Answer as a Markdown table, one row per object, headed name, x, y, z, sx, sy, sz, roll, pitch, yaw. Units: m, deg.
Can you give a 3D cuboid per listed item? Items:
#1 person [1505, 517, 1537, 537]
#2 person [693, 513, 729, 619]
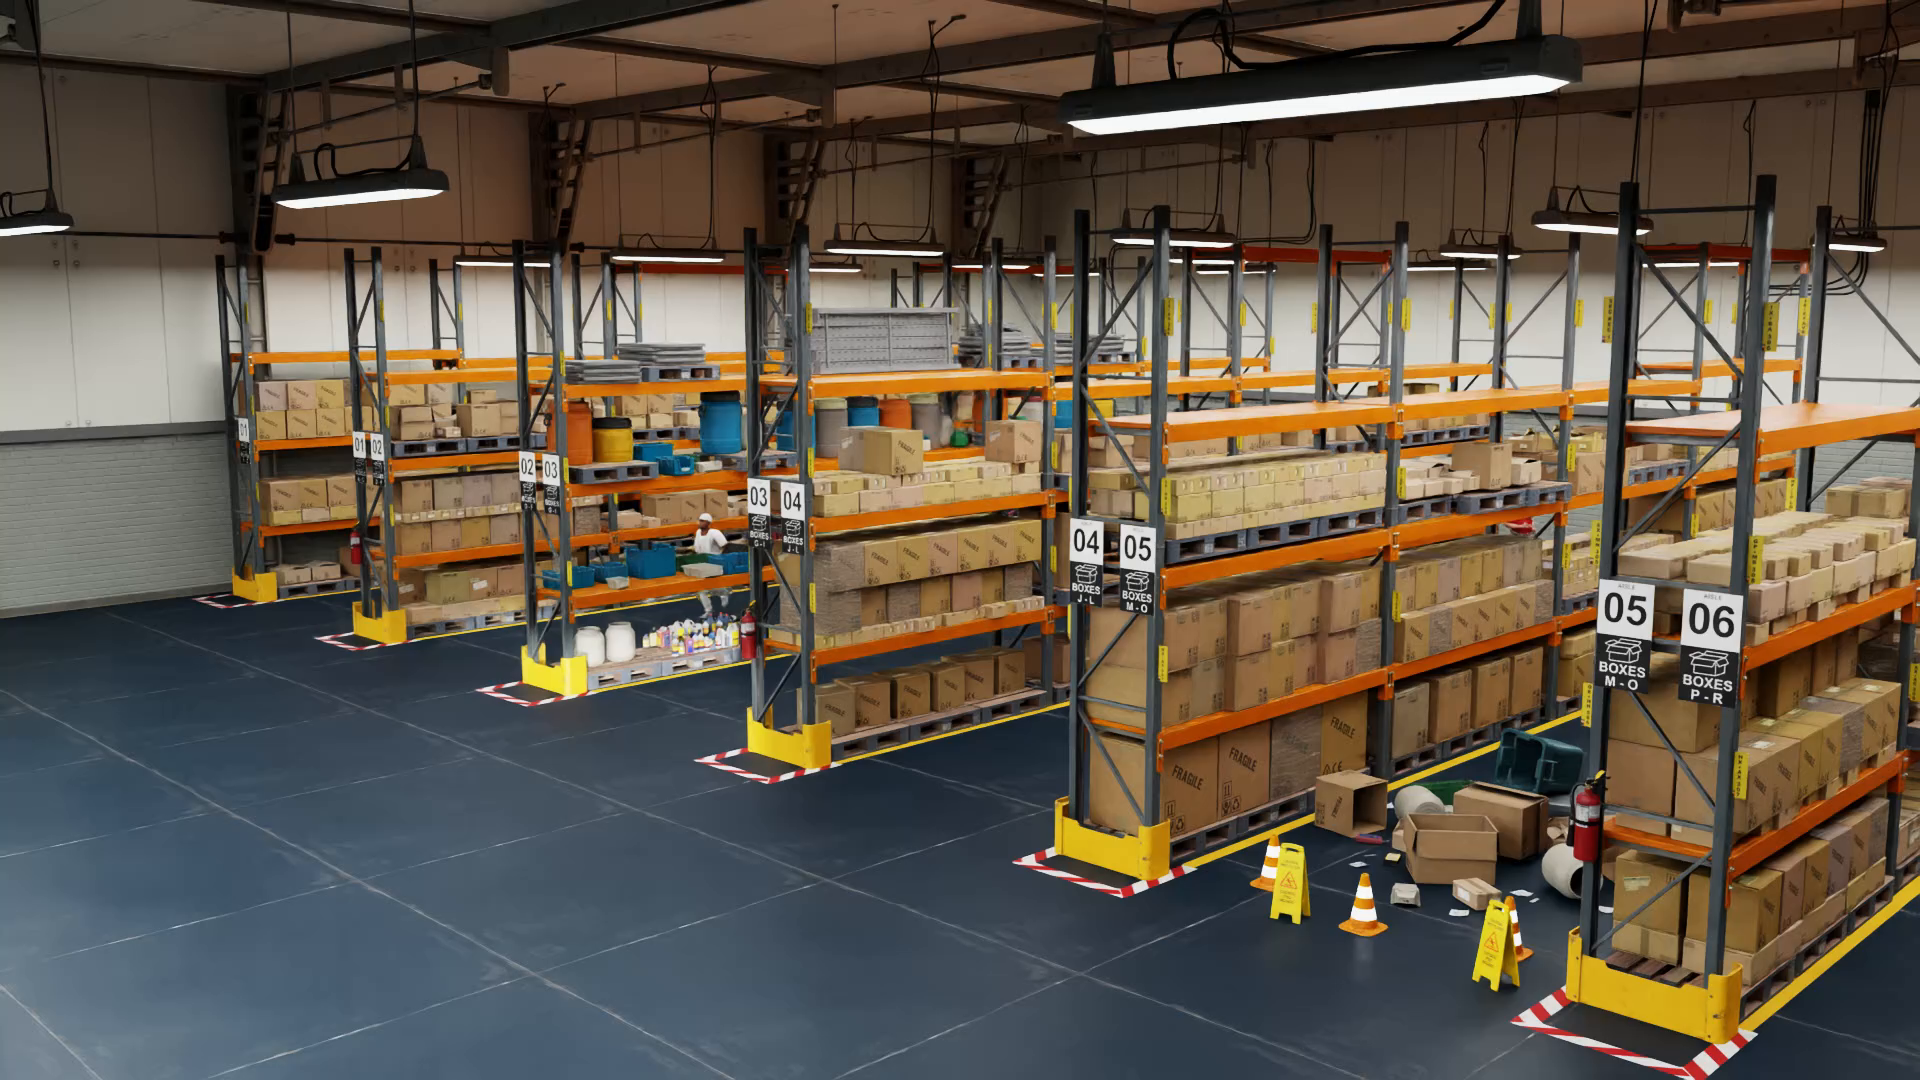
| name | x | y | z | sx | sy | sz | roll | pitch | yaw |
| --- | --- | --- | --- | --- | --- | --- | --- | --- | --- |
| person | 10.258 | 0.019 | 30.548 | 0.646 | 1.796 | 0.792 | -1 | 8 | -6 |
| person | -4.119 | 0.406 | 27.413 | 0.722 | 1.728 | 0.648 | 6 | 10 | 37 |
